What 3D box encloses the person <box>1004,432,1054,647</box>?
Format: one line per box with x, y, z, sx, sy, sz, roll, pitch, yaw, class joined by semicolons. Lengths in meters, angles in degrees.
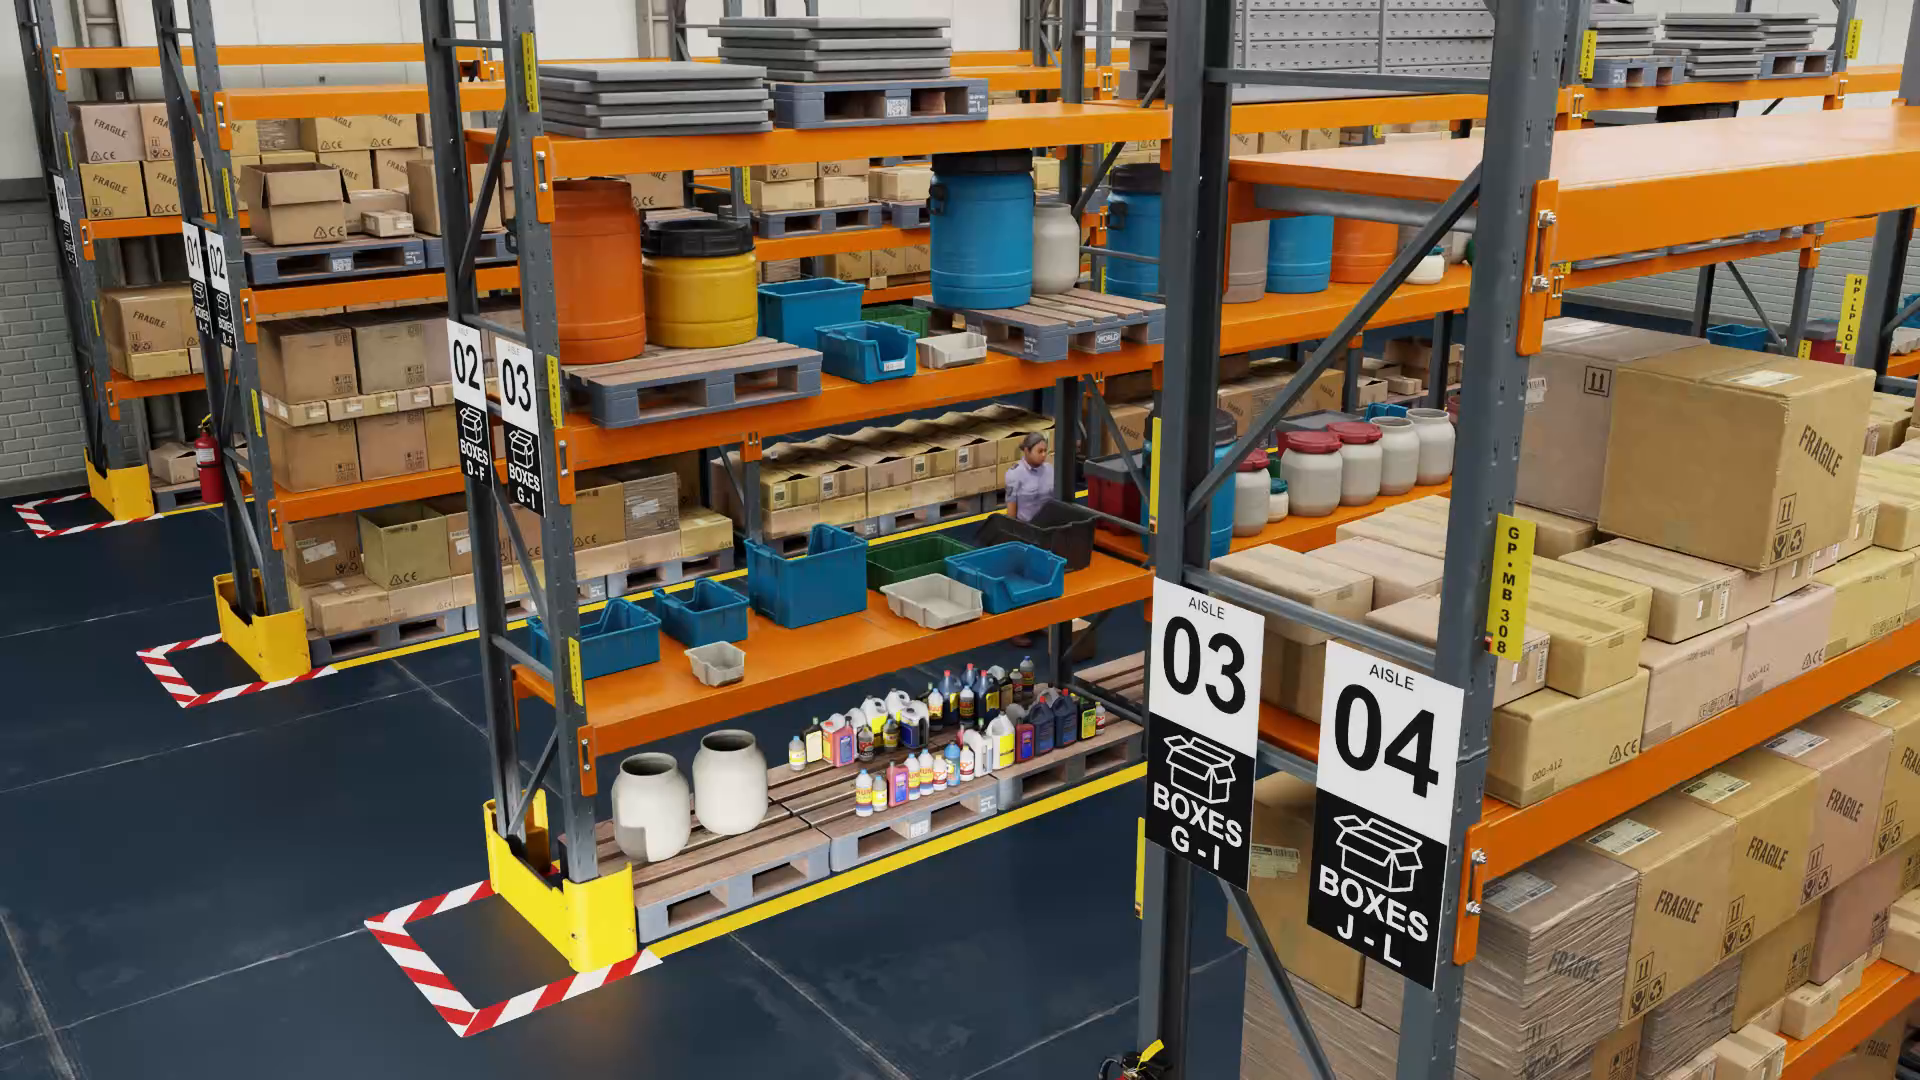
0.569;-0.023;12.662;0.469;1.646;0.326;-13;22;-35;person
